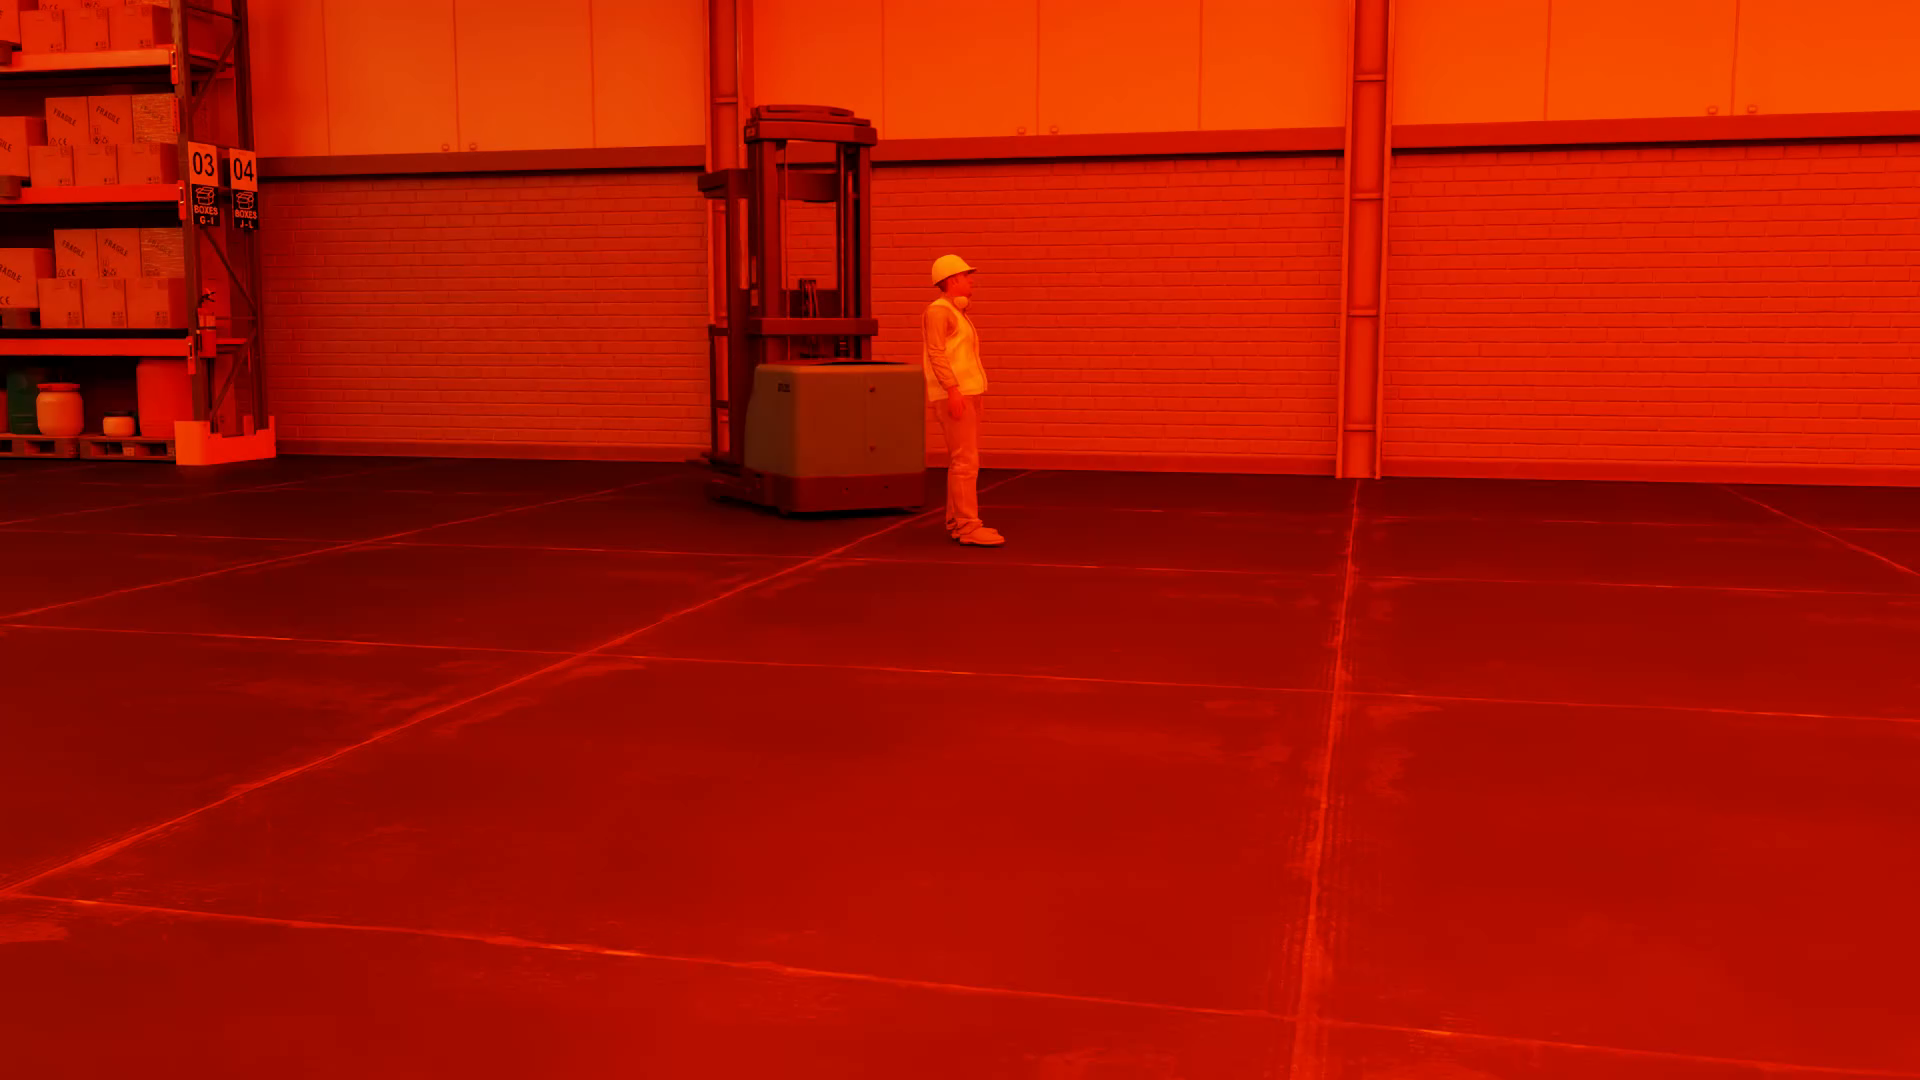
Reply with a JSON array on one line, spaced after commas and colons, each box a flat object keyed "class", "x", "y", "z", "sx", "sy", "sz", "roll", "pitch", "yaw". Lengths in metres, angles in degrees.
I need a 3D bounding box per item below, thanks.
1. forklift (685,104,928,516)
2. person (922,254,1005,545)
[{"class": "forklift", "x": -1.351, "y": -1.768, "z": 12.817, "sx": 1.130, "sy": 2.935, "sz": 3.031, "roll": -4, "pitch": 8, "yaw": -27}, {"class": "person", "x": 0.058, "y": -0.885, "z": 10.366, "sx": 0.568, "sy": 1.773, "sz": 0.632, "roll": 2, "pitch": 7, "yaw": 14}]
